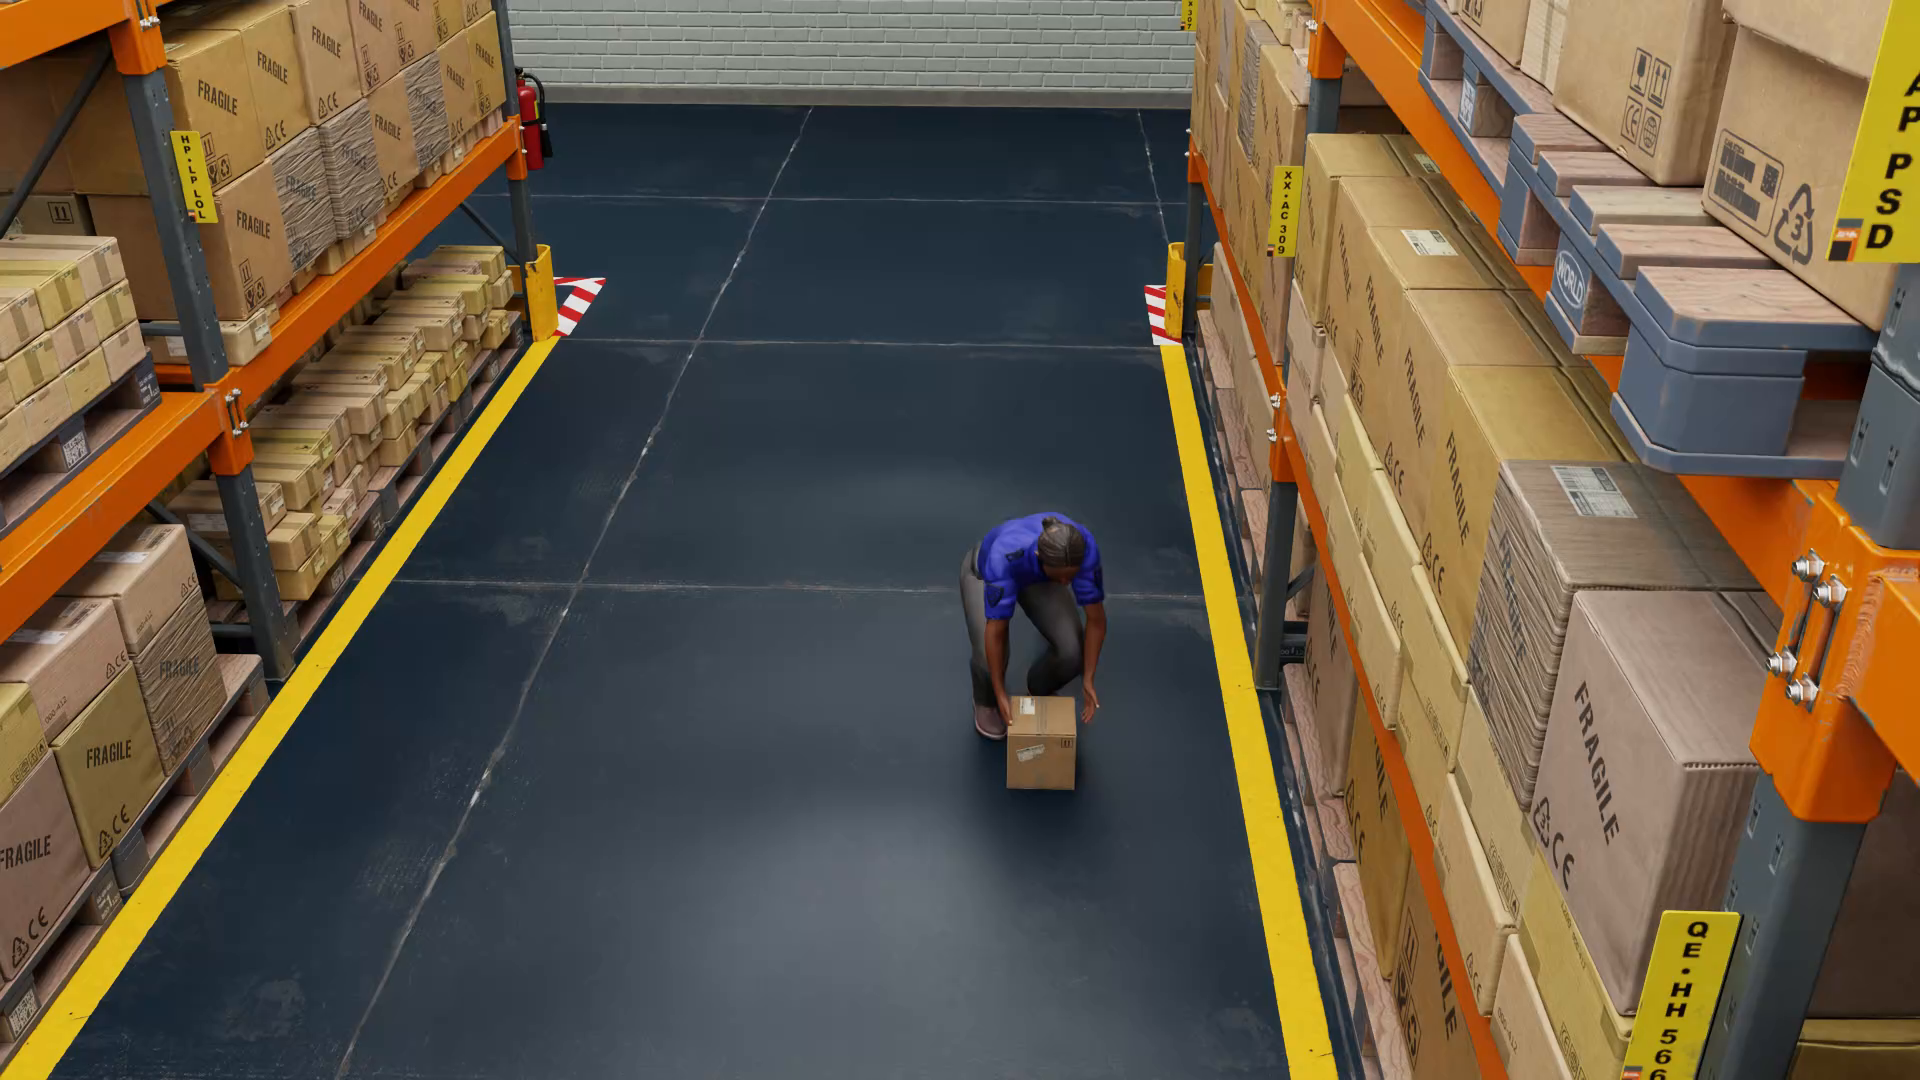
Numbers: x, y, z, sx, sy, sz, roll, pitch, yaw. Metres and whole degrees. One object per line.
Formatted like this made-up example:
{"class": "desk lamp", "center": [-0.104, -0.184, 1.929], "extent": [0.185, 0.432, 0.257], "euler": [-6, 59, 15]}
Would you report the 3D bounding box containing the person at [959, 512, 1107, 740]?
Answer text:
{"class": "person", "center": [0.268, 0.272, 6.295], "extent": [0.482, 1.026, 0.766], "euler": [-6, 29, -10]}
